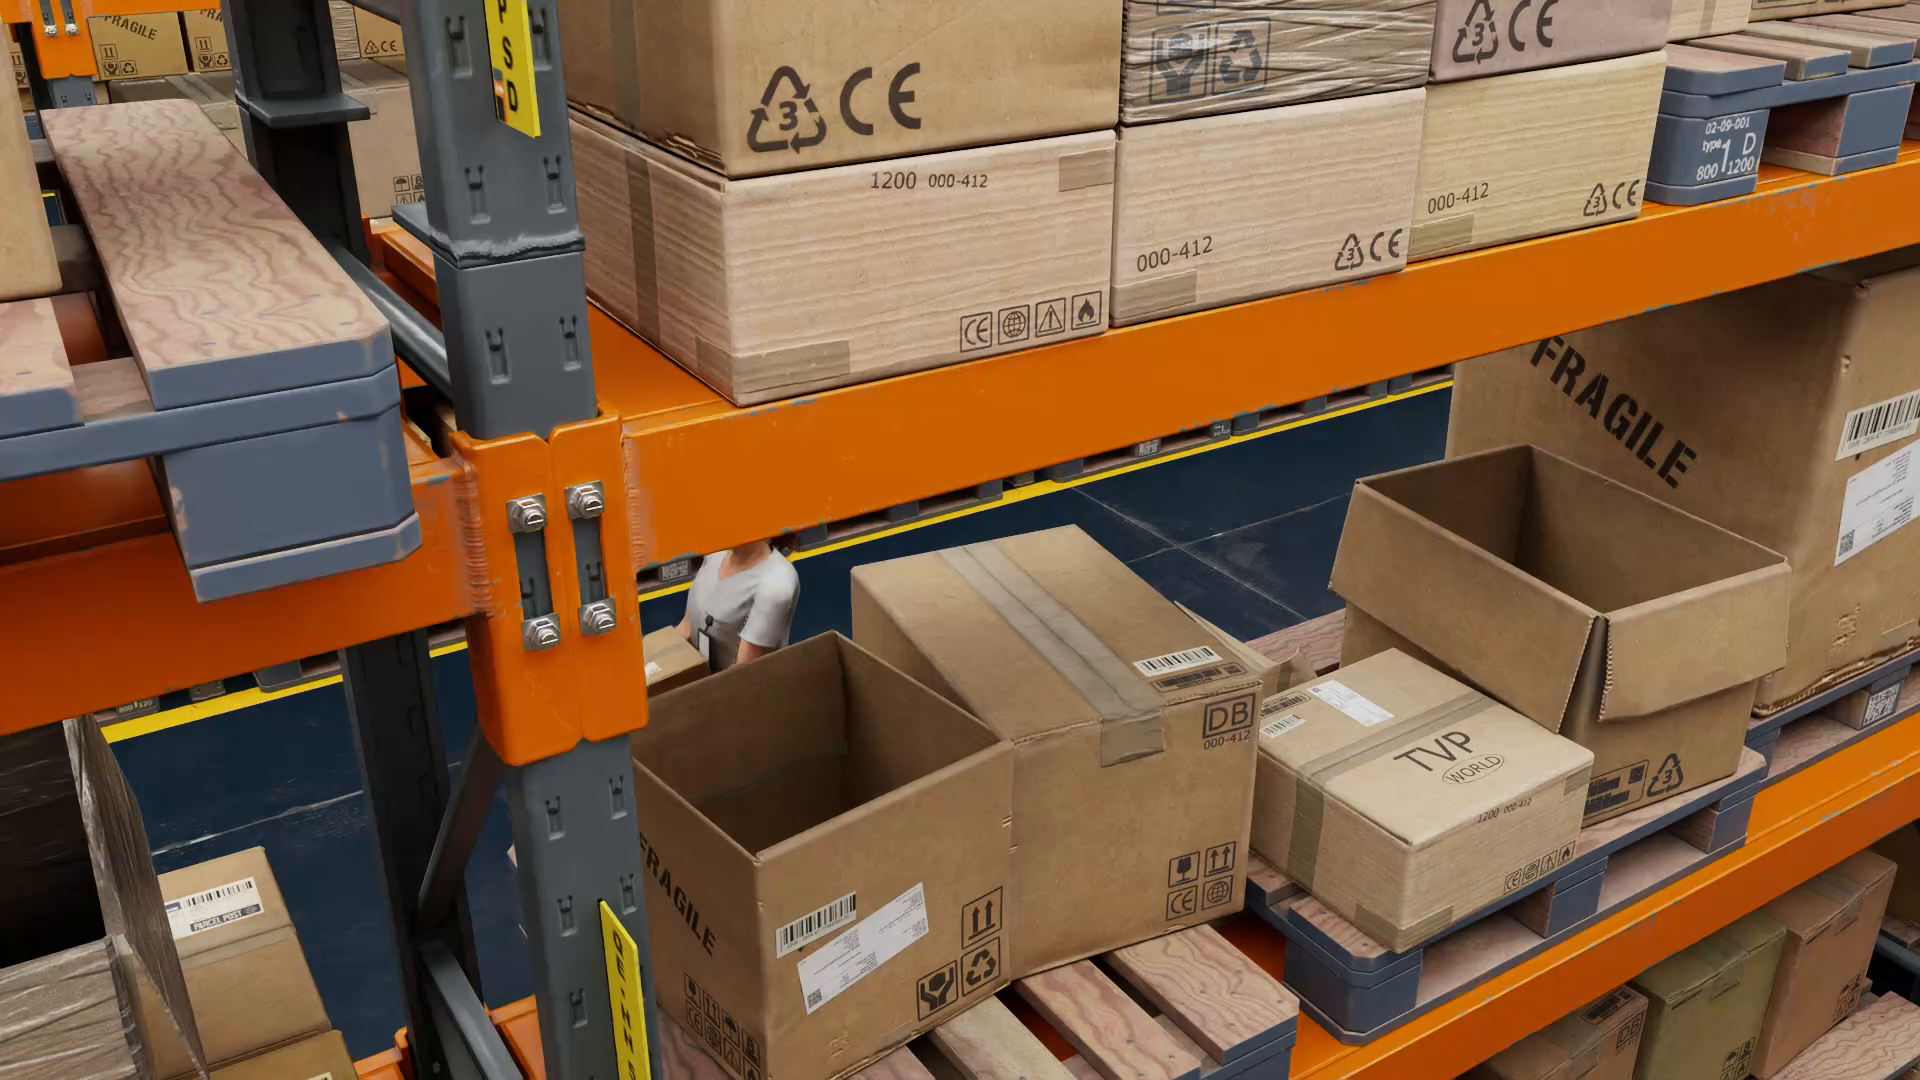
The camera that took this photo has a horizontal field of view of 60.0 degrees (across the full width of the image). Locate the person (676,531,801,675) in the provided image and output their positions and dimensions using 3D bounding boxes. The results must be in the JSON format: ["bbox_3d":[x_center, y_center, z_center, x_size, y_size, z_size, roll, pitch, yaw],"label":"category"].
[{"bbox_3d":[-0.698,0.557,4.941,0.538,1.668,0.435,-15,29,-30],"label":"person"}]
